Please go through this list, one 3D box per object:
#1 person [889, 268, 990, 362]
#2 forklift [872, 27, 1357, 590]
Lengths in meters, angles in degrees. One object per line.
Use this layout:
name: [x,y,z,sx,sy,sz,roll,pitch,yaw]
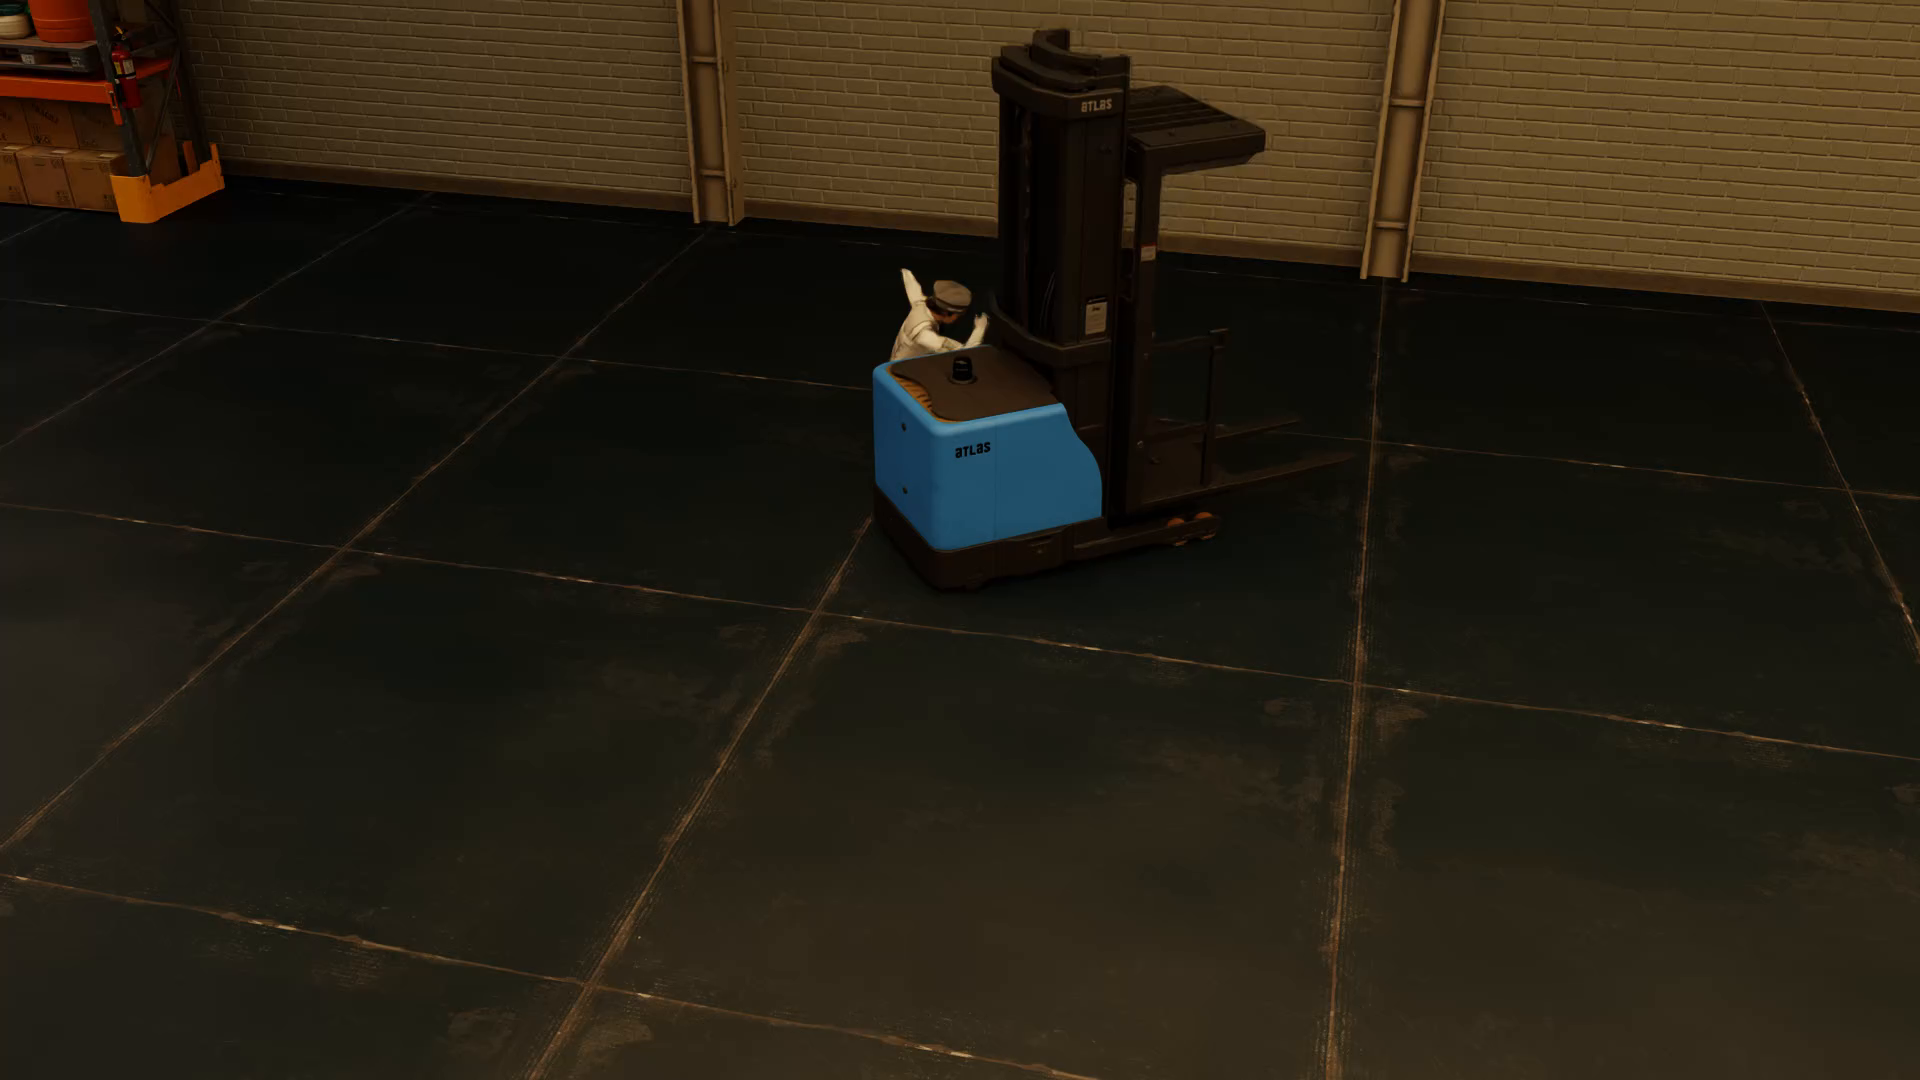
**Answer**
person: [-0.147,-1.066,10.694,0.687,1.360,1.308,1,30,2]
forklift: [1.031,-1.463,9.752,3.031,2.935,1.130,-13,32,-21]
